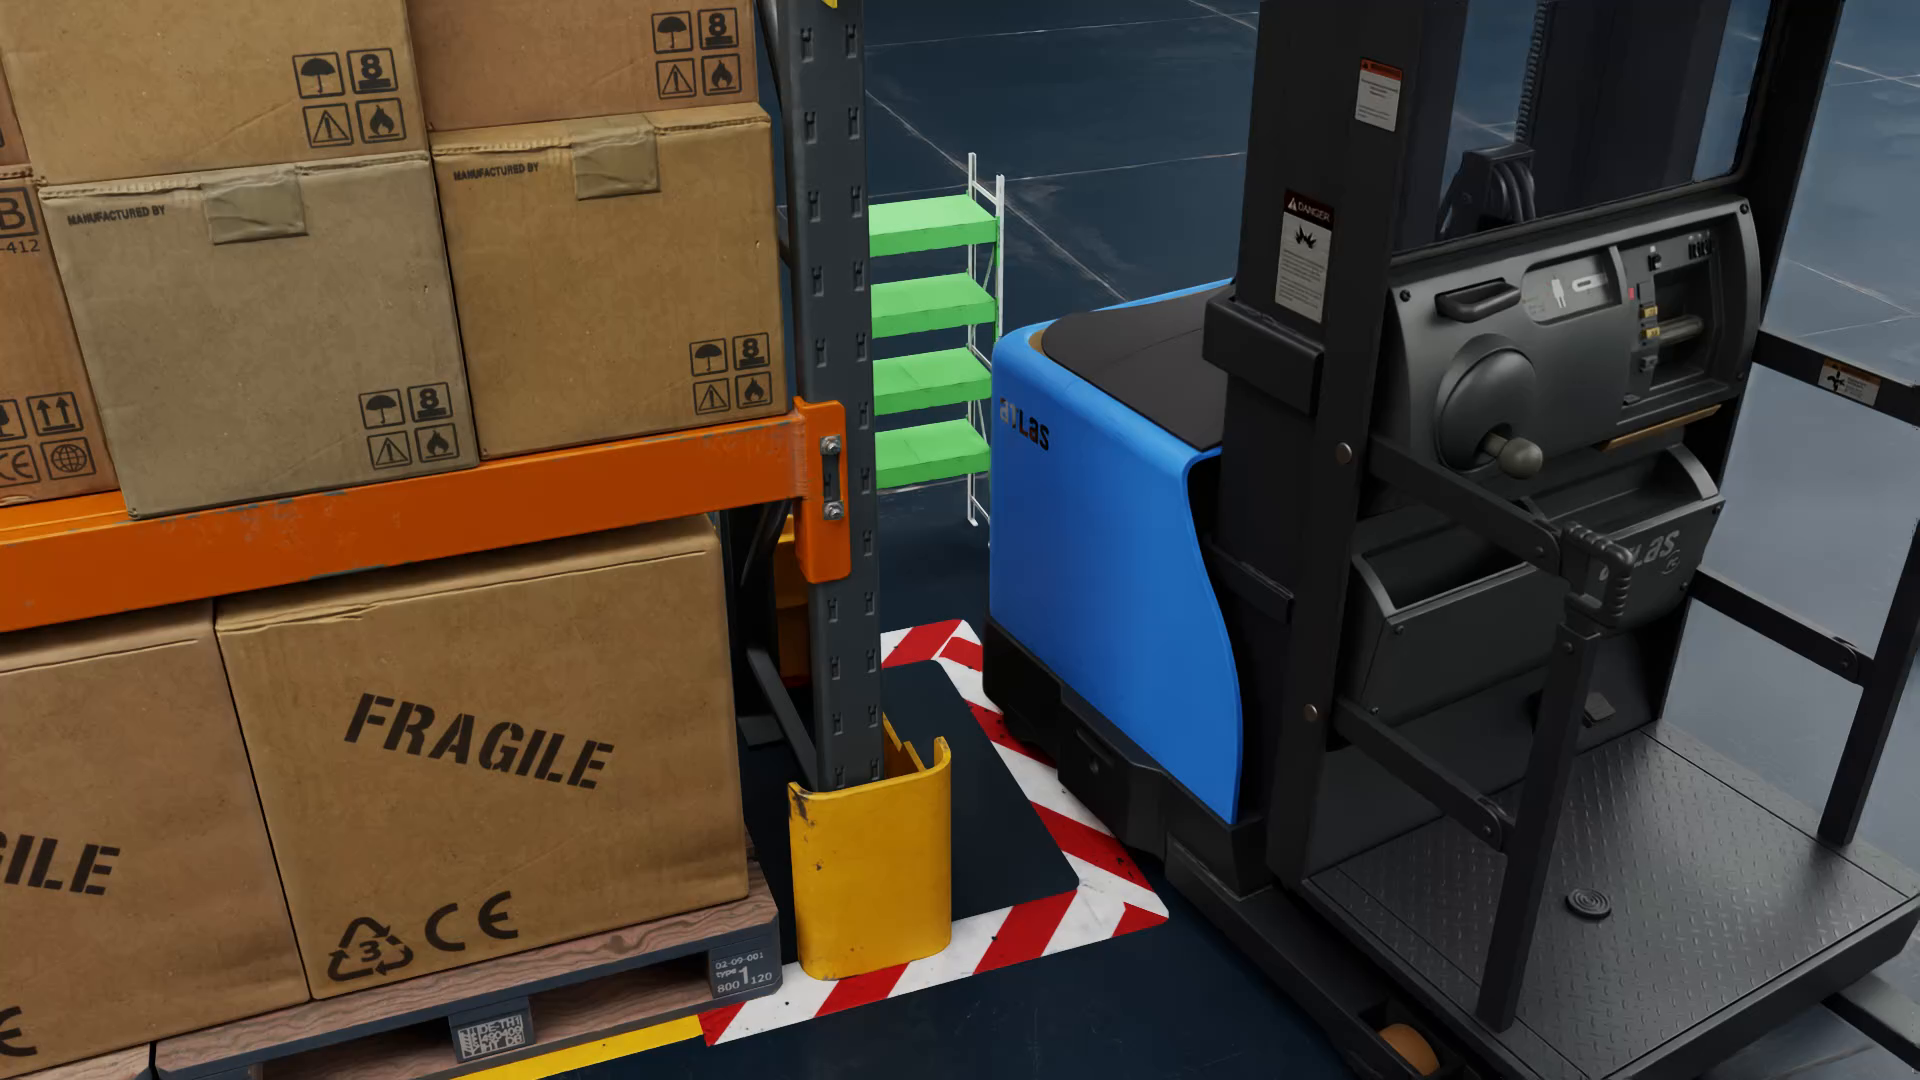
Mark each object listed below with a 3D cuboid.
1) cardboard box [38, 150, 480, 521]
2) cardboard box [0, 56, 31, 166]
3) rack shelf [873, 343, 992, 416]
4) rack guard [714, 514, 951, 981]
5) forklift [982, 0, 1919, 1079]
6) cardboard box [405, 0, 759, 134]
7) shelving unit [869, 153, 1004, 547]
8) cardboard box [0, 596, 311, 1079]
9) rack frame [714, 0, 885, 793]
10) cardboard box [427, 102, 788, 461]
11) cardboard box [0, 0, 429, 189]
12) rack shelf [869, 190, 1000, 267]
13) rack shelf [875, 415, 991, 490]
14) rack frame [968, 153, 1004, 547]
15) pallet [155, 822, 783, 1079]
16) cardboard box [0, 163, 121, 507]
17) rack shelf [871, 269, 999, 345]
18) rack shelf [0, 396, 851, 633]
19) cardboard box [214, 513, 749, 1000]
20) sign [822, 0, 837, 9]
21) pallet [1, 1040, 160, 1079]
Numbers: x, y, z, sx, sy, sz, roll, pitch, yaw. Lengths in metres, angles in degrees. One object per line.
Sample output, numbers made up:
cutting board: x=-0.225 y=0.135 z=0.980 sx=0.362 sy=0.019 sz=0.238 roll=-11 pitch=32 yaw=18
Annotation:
cardboard box: x=-1.227 y=-0.515 z=2.972 sx=0.550 sy=0.550 sz=0.875 roll=-10 pitch=31 yaw=-18
cardboard box: x=-1.804 y=-0.957 z=2.657 sx=0.550 sy=0.550 sz=0.875 roll=-10 pitch=31 yaw=-18
rack shelf: x=-0.155 y=-0.437 z=4.934 sx=0.480 sy=0.148 sz=0.258 roll=-10 pitch=31 yaw=-18
rack guard: x=-0.365 y=0.442 z=3.969 sx=0.348 sy=0.500 sz=1.175 roll=-10 pitch=31 yaw=-18
forklift: x=1.249 y=-0.331 z=2.870 sx=1.130 sy=2.935 sz=3.031 roll=-17 pitch=34 yaw=-27
cardboard box: x=-0.749 y=-1.128 z=2.958 sx=0.550 sy=0.550 sz=0.875 roll=-10 pitch=31 yaw=-18
shelving unit: x=-0.155 y=-0.493 z=4.903 sx=0.503 sy=1.200 sz=0.258 roll=-10 pitch=31 yaw=-18
cardboard box: x=-1.824 y=0.401 z=3.238 sx=0.875 sy=0.875 sz=0.875 roll=-11 pitch=31 yaw=-18
rack frame: x=-0.387 y=-0.640 z=3.343 sx=0.127 sy=3.000 sz=1.000 roll=-10 pitch=31 yaw=-18
cardboard box: x=-0.719 y=-0.620 z=3.157 sx=0.550 sy=0.550 sz=0.875 roll=-10 pitch=31 yaw=-18
cardboard box: x=-1.232 y=-0.991 z=2.716 sx=0.550 sy=0.550 sz=0.875 roll=-10 pitch=31 yaw=-18
rack shelf: x=-0.155 y=-0.854 z=4.697 sx=0.480 sy=0.148 sz=0.258 roll=-10 pitch=31 yaw=-18
rack shelf: x=-0.155 y=-0.229 z=5.053 sx=0.480 sy=0.148 sz=0.258 roll=-10 pitch=31 yaw=-18
rack frame: x=0.074 y=-0.535 z=4.977 sx=0.015 sy=1.200 sz=0.240 roll=-10 pitch=31 yaw=-18
pallet: x=-1.109 y=0.746 z=3.728 sx=1.213 sy=0.211 sz=1.003 roll=-10 pitch=31 yaw=-18
cardboard box: x=-1.796 y=-0.477 z=2.905 sx=0.550 sy=0.550 sz=0.875 roll=-10 pitch=31 yaw=-18
rack shelf: x=-0.155 y=-0.646 z=4.816 sx=0.480 sy=0.148 sz=0.258 roll=-10 pitch=31 yaw=-18
rack shelf: x=-2.262 y=0.018 z=2.915 sx=4.000 sy=0.370 sz=1.077 roll=-10 pitch=31 yaw=-18
cardboard box: x=-1.000 y=0.248 z=3.506 sx=0.875 sy=0.875 sz=0.875 roll=-10 pitch=31 yaw=-17
sign: x=-0.211 y=-0.992 z=2.552 sx=0.005 sy=0.325 sz=0.100 roll=-10 pitch=31 yaw=-18
pallet: x=-2.251 y=0.955 z=3.361 sx=1.213 sy=0.211 sz=1.003 roll=-10 pitch=31 yaw=-18
